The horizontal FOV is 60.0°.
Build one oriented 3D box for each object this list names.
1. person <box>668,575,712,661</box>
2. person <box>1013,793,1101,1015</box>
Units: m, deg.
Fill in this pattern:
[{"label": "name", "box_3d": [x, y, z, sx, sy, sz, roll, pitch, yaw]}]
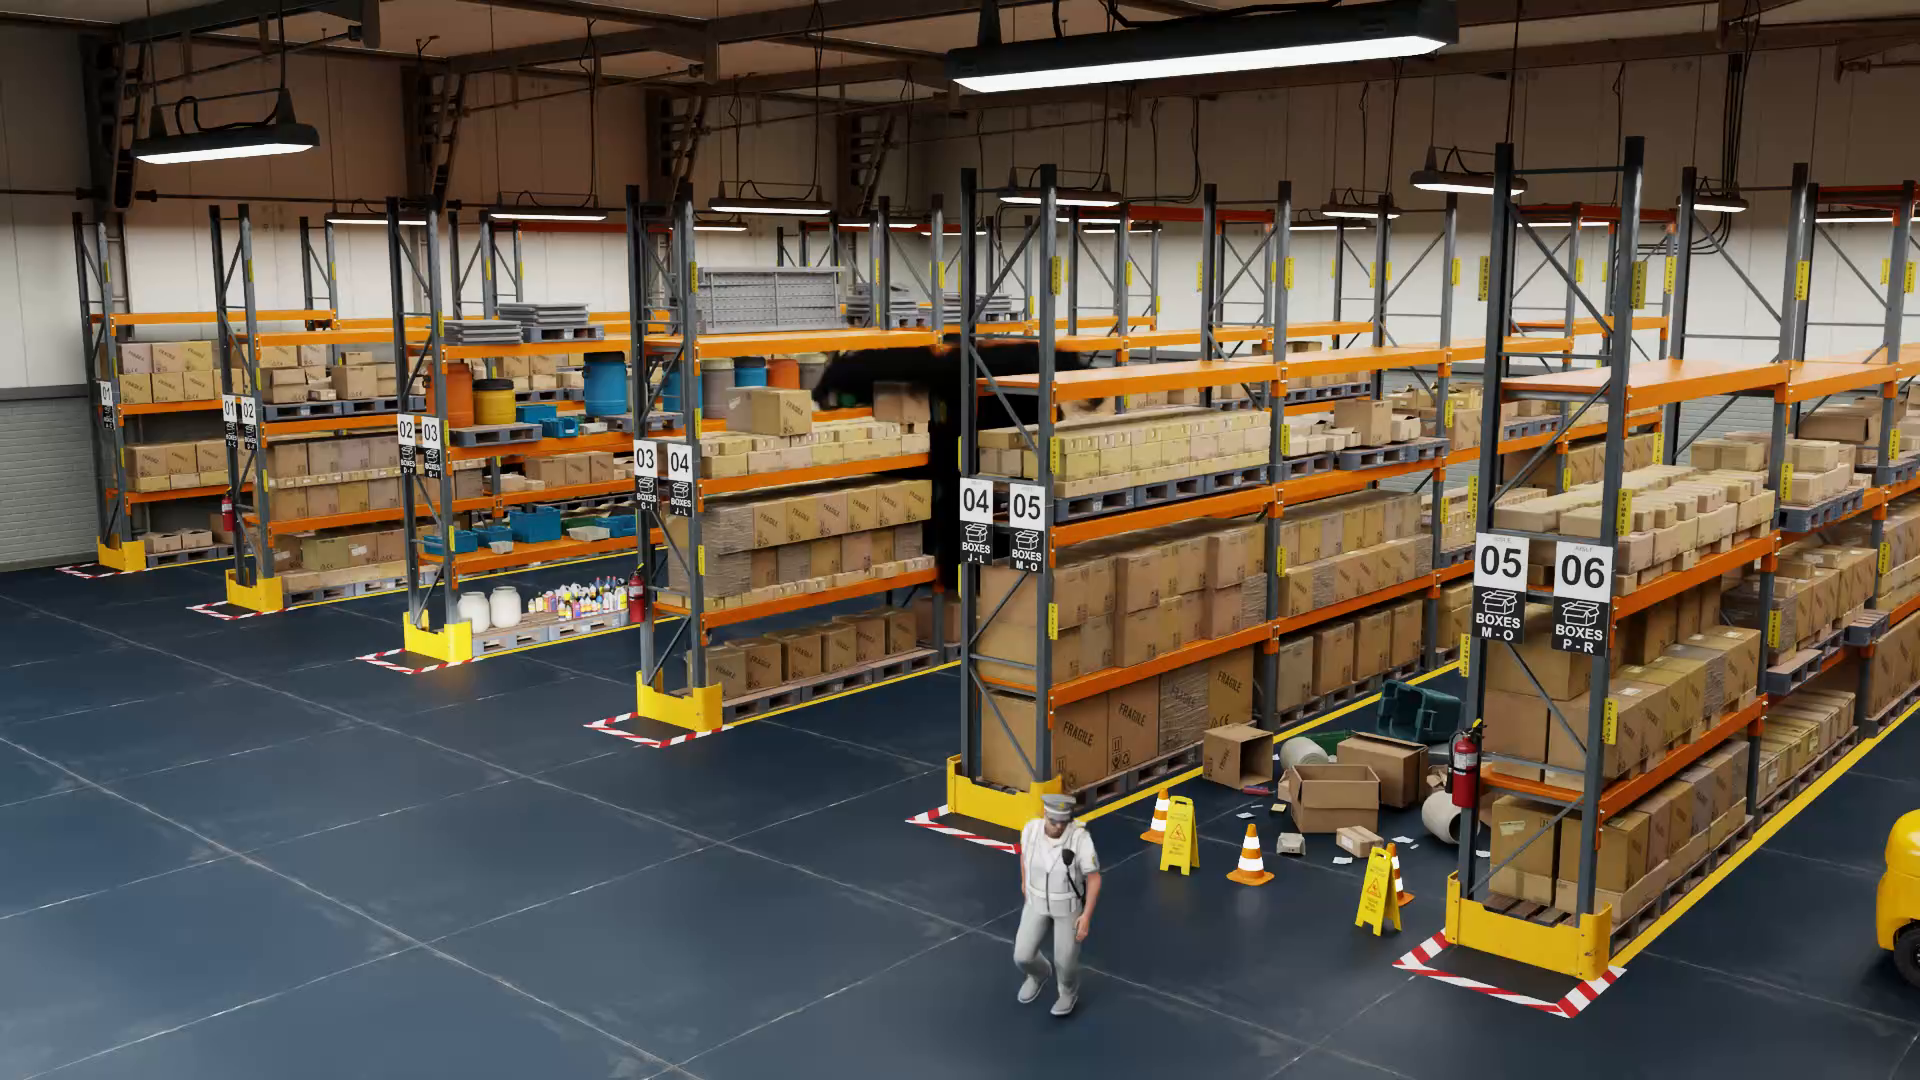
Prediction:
[{"label": "person", "box_3d": [-3.411, 0.711, 21.308, 0.534, 1.566, 0.906, 4, 10, 24]}, {"label": "person", "box_3d": [0.658, 2.480, 11.328, 0.648, 1.659, 0.669, 3, 10, 19]}]
